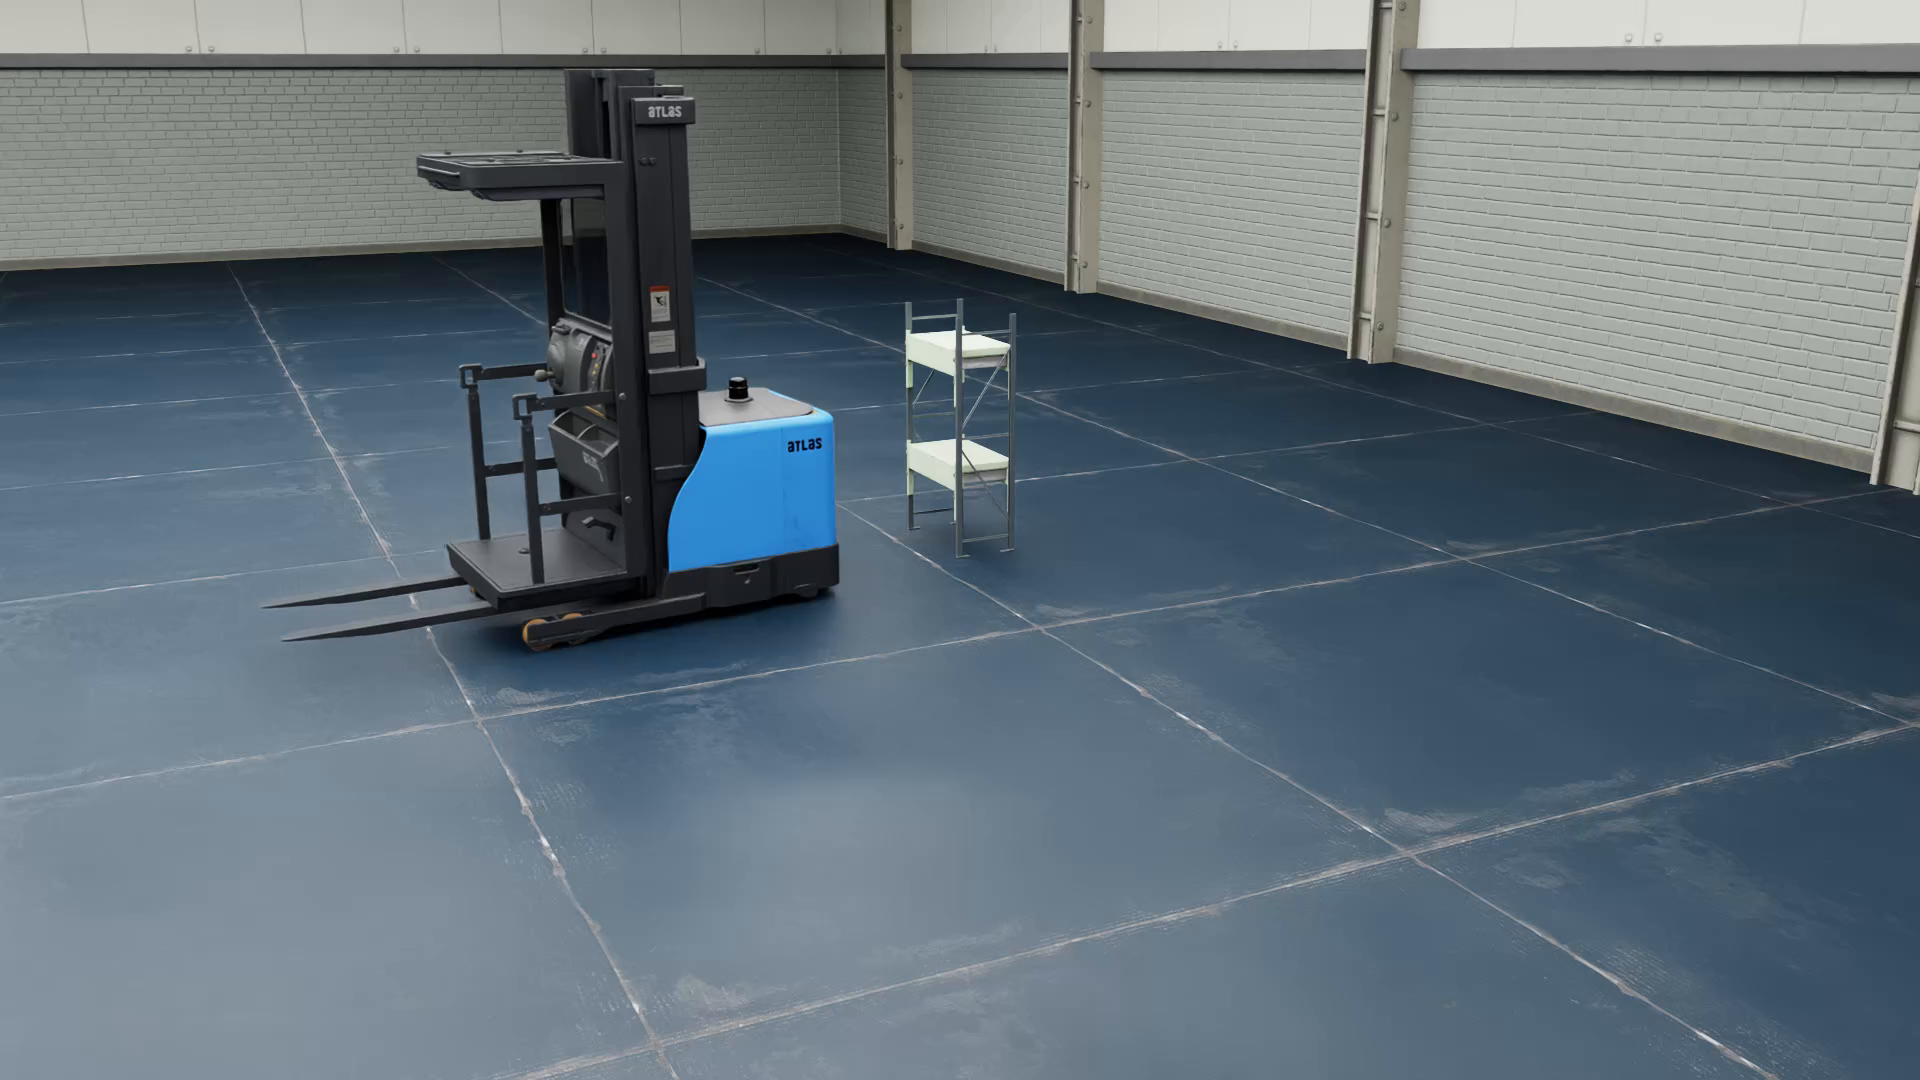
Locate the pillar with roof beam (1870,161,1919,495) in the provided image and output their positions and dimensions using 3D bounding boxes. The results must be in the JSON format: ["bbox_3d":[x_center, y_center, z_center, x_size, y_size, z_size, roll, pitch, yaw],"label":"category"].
[{"bbox_3d":[3.024,-4.191,9.041,9.100,9.000,0.400,-8,18,-25],"label":"pillar with roof beam"}]

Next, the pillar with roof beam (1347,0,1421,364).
[{"bbox_3d":[0.396,-5.679,14.225,9.100,9.000,0.400,-8,18,-25],"label":"pillar with roof beam"}]

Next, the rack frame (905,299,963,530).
[{"bbox_3d":[-0.163,-0.813,10.866,0.400,1.500,0.023,-8,18,-25],"label":"rack frame"}]

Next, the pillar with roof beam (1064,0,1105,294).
[{"bbox_3d":[-2.233,-7.166,19.409,9.100,9.000,0.400,-8,18,-25],"label":"pillar with roof beam"}]

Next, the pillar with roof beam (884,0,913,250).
[{"bbox_3d":[-4.861,-8.654,24.594,9.100,9.000,0.400,-8,18,-25],"label":"pillar with roof beam"}]

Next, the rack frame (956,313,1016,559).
[{"bbox_3d":[0.157,-0.632,10.233,0.400,1.500,0.023,-8,18,-25],"label":"rack frame"}]

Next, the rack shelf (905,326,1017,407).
[{"bbox_3d":[-0.003,-1.098,10.442,0.431,0.370,0.720,-8,18,-25],"label":"rack shelf"}]

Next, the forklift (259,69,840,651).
[{"bbox_3d":[-2.226,-0.993,8.896,3.031,2.935,1.130,-9,19,-30],"label":"forklift"}]

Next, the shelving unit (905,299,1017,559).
[{"bbox_3d":[-0.003,-0.723,10.550,0.431,1.500,0.755,-8,18,-25],"label":"shelving unit"}]

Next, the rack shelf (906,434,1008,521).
[{"bbox_3d":[-0.003,-0.409,10.639,0.431,0.370,0.720,-8,18,-25],"label":"rack shelf"}]
